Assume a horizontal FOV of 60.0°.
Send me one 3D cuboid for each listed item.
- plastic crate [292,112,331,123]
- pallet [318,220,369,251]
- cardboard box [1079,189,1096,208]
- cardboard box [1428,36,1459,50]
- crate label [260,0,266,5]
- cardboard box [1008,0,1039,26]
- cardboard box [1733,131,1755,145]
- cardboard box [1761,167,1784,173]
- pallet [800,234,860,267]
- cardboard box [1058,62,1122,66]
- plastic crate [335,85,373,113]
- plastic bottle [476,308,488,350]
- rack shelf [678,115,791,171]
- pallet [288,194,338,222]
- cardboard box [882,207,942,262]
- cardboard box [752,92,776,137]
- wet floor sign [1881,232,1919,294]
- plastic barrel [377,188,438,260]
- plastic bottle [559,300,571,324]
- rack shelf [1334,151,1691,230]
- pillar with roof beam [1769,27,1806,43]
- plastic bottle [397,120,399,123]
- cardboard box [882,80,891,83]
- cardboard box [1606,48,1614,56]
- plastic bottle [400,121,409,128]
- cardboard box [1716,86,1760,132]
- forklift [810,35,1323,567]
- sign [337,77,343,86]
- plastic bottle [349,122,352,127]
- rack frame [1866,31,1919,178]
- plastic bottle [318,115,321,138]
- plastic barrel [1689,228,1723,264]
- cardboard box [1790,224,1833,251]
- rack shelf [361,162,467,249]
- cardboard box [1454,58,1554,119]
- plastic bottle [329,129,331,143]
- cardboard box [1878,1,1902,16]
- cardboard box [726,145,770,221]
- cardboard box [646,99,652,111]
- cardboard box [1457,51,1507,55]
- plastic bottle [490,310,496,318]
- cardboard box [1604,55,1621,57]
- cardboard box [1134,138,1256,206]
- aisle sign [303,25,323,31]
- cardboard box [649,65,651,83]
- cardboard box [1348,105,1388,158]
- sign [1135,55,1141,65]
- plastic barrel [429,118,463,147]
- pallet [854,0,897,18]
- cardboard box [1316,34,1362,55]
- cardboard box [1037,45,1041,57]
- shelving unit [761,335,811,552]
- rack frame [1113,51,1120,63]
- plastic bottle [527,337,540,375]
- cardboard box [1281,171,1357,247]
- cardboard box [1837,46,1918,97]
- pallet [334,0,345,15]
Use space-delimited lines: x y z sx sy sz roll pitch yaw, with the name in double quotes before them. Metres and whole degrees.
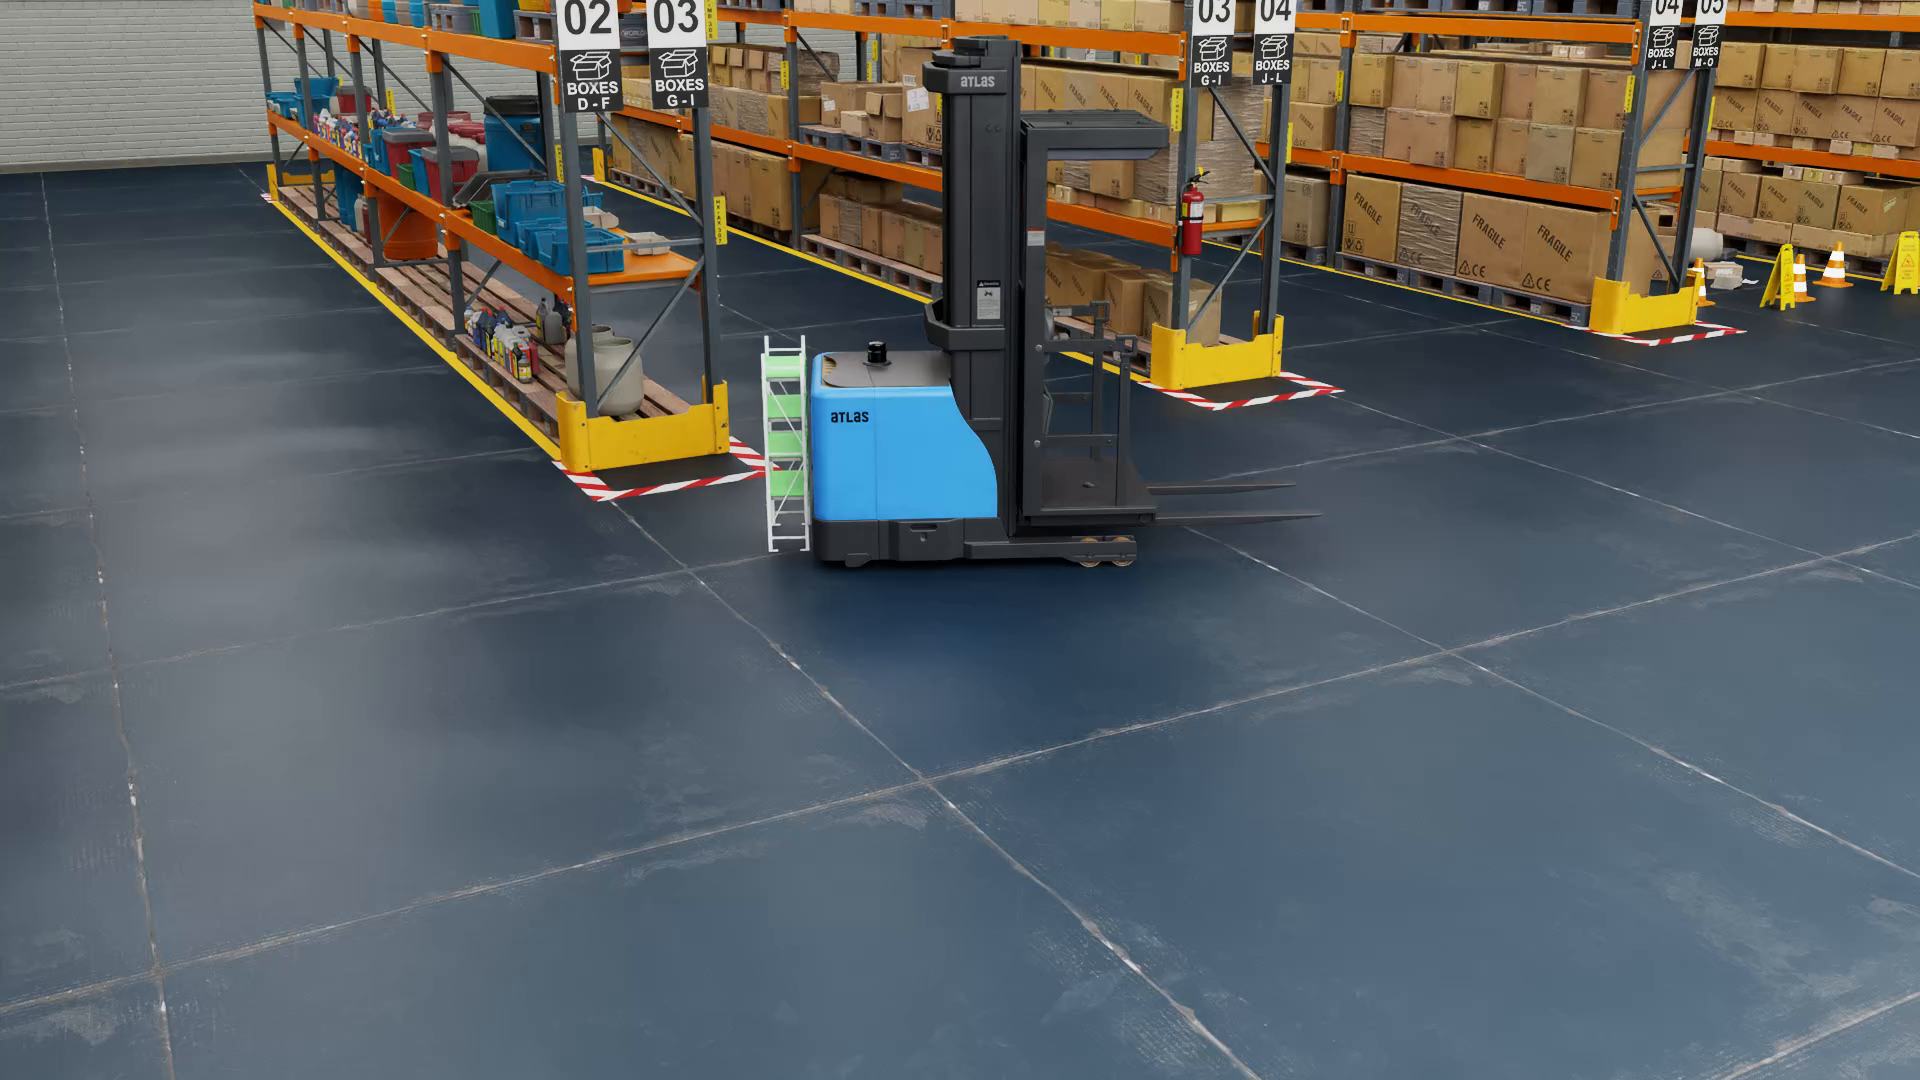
"plastic crate" -8.621 -5.621 22.152 0.437 0.125 0.590 -10 21 -27
"pallet" -7.524 -3.897 21.100 1.003 0.211 1.213 -10 21 -27
"cardboard box" 1.279 -3.053 14.764 0.380 0.149 0.250 -10 21 -27
"cardboard box" 7.108 -7.296 24.991 0.500 0.500 0.500 -11 22 -28
"crate label" -9.599 -7.624 23.256 0.408 0.251 0.502 -10 21 -27
"cardboard box" 0.775 -4.796 15.064 0.500 0.250 0.500 -11 22 -29
"cardboard box" 9.492 -4.821 19.889 0.380 0.149 0.250 -10 21 -26
"cardboard box" 10.029 -4.281 20.362 0.500 0.500 0.500 -9 21 -24
"pallet" -1.225 -3.519 20.006 1.003 0.211 1.213 -10 21 -27
"cardboard box" 1.236 -4.200 15.563 0.500 0.500 0.500 -10 21 -27
"plastic crate" -8.056 -5.797 22.141 0.402 0.464 0.583 -10 21 -27
"plastic bottle" -4.036 -1.806 14.153 0.144 0.351 0.185 -9 21 -25
"rack shelf" -2.545 -5.296 21.983 1.077 0.370 4.000 -10 21 -27
"pallet" -8.820 -4.680 23.371 1.003 0.211 1.213 -10 21 -27
"cardboard box" -0.444 -3.420 18.601 0.700 0.500 0.500 -12 22 -31
"cardboard box" -2.279 -5.356 20.902 0.500 0.500 0.500 -10 22 -27
"wet floor sign" 10.074 -2.967 17.740 0.267 0.644 0.232 -3 19 -8
"plastic barrel" -6.201 -3.605 18.663 0.600 0.830 0.708 -10 21 -27
"plastic bottle" -3.404 -1.907 14.445 0.144 0.351 0.185 -11 22 -29
"rack shelf" 5.667 -3.738 17.470 1.077 0.370 4.000 -10 21 -27
"pillar with roof beam" 9.117 -9.301 23.290 9.100 9.000 0.400 -10 21 -27
"plastic bottle" -6.706 -4.887 19.893 0.097 0.271 0.097 0 19 0
"cardboard box" -1.115 -7.835 28.624 0.380 0.149 0.250 -10 21 -27
"cardboard box" 10.555 -8.054 28.071 0.797 0.503 0.637 -11 22 -28
"plastic bottle" -6.533 -4.808 19.657 0.152 0.276 0.135 -10 21 -27
"cardboard box" 9.475 -5.180 19.936 0.500 0.500 0.500 -10 21 -27
"forklift" 0.629 -1.400 9.696 3.031 2.935 1.130 -1 19 -4
"sign" -9.276 -6.758 24.868 0.100 0.325 0.005 -10 21 -27
"plastic bottle" -7.169 -4.787 19.602 0.097 0.271 0.097 0 19 0
"rack frame" 13.393 -6.218 23.554 1.000 3.000 0.127 -10 21 -27
"plastic bottle" -7.874 -5.114 20.551 0.097 0.271 0.097 0 19 0
"plastic barrel" 8.612 -3.441 19.454 0.512 0.421 0.421 4 19 11
"cardboard box" 10.066 -3.539 19.361 0.500 0.250 0.500 -10 21 -26
"rack shelf" -5.004 -3.380 16.432 1.077 0.370 4.000 -10 21 -27
"cardboard box" 5.620 -4.656 17.140 0.875 0.550 0.500 -10 21 -27
"plastic bottle" -7.498 -4.854 19.903 0.097 0.201 0.097 0 19 0
"cardboard box" 10.267 -5.806 18.146 0.380 0.149 0.250 -9 21 -25
"cardboard box" -2.321 -4.714 21.808 1.225 0.875 0.875 -10 21 -26
"cardboard box" -4.416 -6.423 24.533 0.380 0.149 0.250 -10 21 -26
"cardboard box" 7.390 -6.670 23.608 0.500 0.500 0.500 -9 21 -24
"plastic bottle" -4.018 -1.839 14.352 0.061 0.283 0.133 -10 21 -27
"cardboard box" 8.595 -6.302 22.542 0.500 0.500 0.500 -10 21 -27
"cardboard box" 1.967 -3.115 13.951 0.875 0.500 0.500 -10 21 -27
"aisle sign" -9.529 -7.886 24.401 0.394 0.787 0.004 -10 21 -27
"cardboard box" -4.182 -6.869 24.064 0.500 0.500 0.500 -10 21 -26
"cardboard box" 4.903 -4.620 18.690 0.875 0.550 0.550 -10 21 -27
"sign" 2.345 -6.224 21.917 0.100 0.325 0.005 -10 21 -27
"plastic barrel" -5.277 -4.085 17.200 0.421 0.512 0.421 0 19 0
"pallet" -0.390 -5.734 17.838 1.213 0.211 1.003 -10 21 -27
"cardboard box" 5.936 -7.660 26.047 0.500 0.500 0.500 -10 22 -28
"cardboard box" 0.919 -7.777 25.929 0.500 0.500 0.500 -9 21 -25
"shelving unit" -1.039 -0.582 9.979 0.258 1.200 0.503 -1 19 -4
"rack frame" 3.328 -8.893 31.306 1.000 3.000 0.127 -10 21 -27
"plastic bottle" -3.415 -1.474 13.296 0.061 0.283 0.133 -10 21 -27
"cardboard box" 4.344 -3.952 19.791 1.050 0.750 0.750 -10 21 -27
"cardboard box" 10.257 -5.220 18.518 0.700 0.500 0.500 -10 21 -26
"pallet" -6.231 -5.858 18.200 1.003 0.211 1.213 -10 21 -27
